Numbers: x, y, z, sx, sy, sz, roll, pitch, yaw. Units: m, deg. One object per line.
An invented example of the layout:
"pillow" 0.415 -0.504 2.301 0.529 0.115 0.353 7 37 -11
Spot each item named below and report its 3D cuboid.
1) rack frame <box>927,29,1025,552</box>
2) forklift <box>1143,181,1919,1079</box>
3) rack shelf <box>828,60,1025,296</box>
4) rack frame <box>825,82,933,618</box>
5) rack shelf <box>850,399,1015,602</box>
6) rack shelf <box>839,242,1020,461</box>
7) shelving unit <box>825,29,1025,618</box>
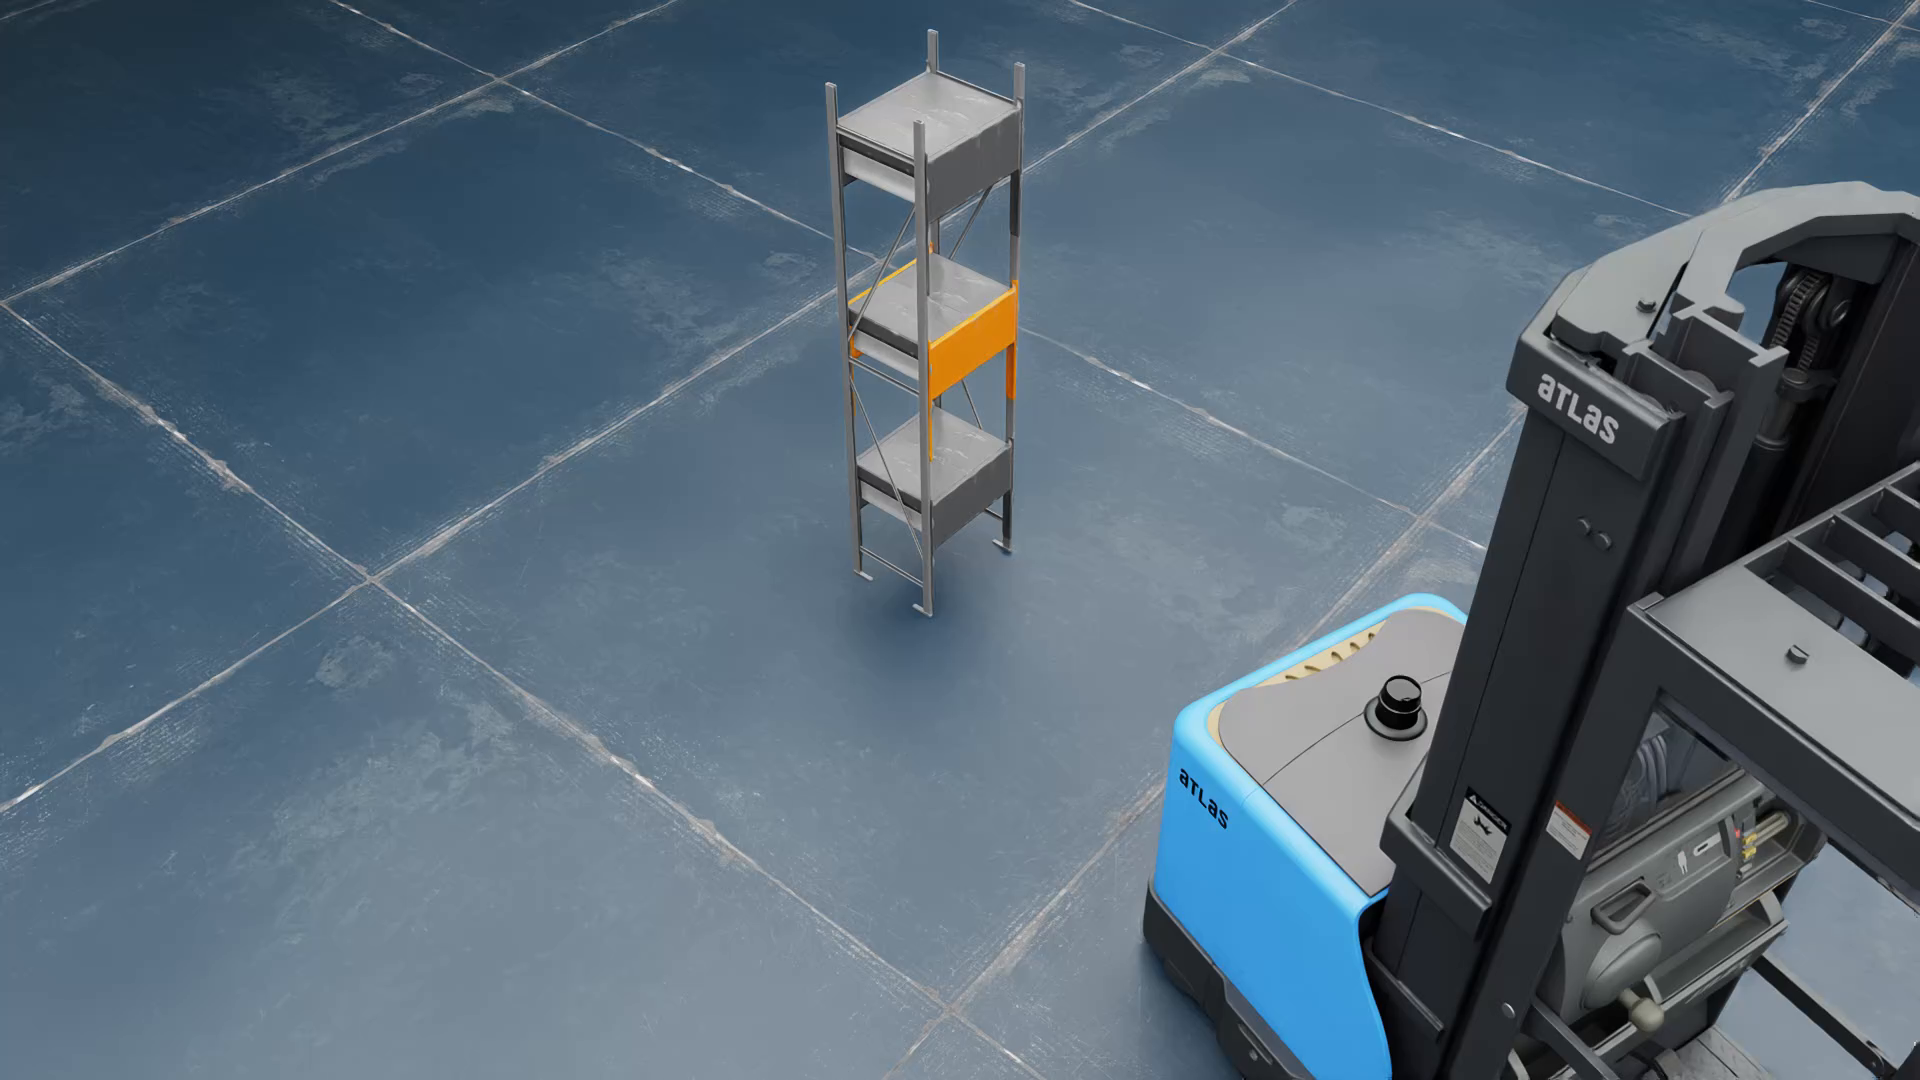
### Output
"rack frame" 0.050 -0.817 6.088 0.400 2.100 0.015 29 50 28
"forklift" 1.792 0.857 3.629 1.130 2.935 3.031 -23 47 -23
"rack shelf" -0.107 -1.199 5.488 0.431 0.518 0.480 29 50 28
"rack frame" -0.264 -0.566 5.812 0.400 2.100 0.015 29 50 28
"rack shelf" -0.107 -0.164 6.430 0.431 0.518 0.480 29 50 28
"rack shelf" -0.107 -0.682 5.959 0.431 0.518 0.480 29 50 28
"shelving unit" -0.107 -0.692 5.950 0.431 2.100 0.503 29 50 28
